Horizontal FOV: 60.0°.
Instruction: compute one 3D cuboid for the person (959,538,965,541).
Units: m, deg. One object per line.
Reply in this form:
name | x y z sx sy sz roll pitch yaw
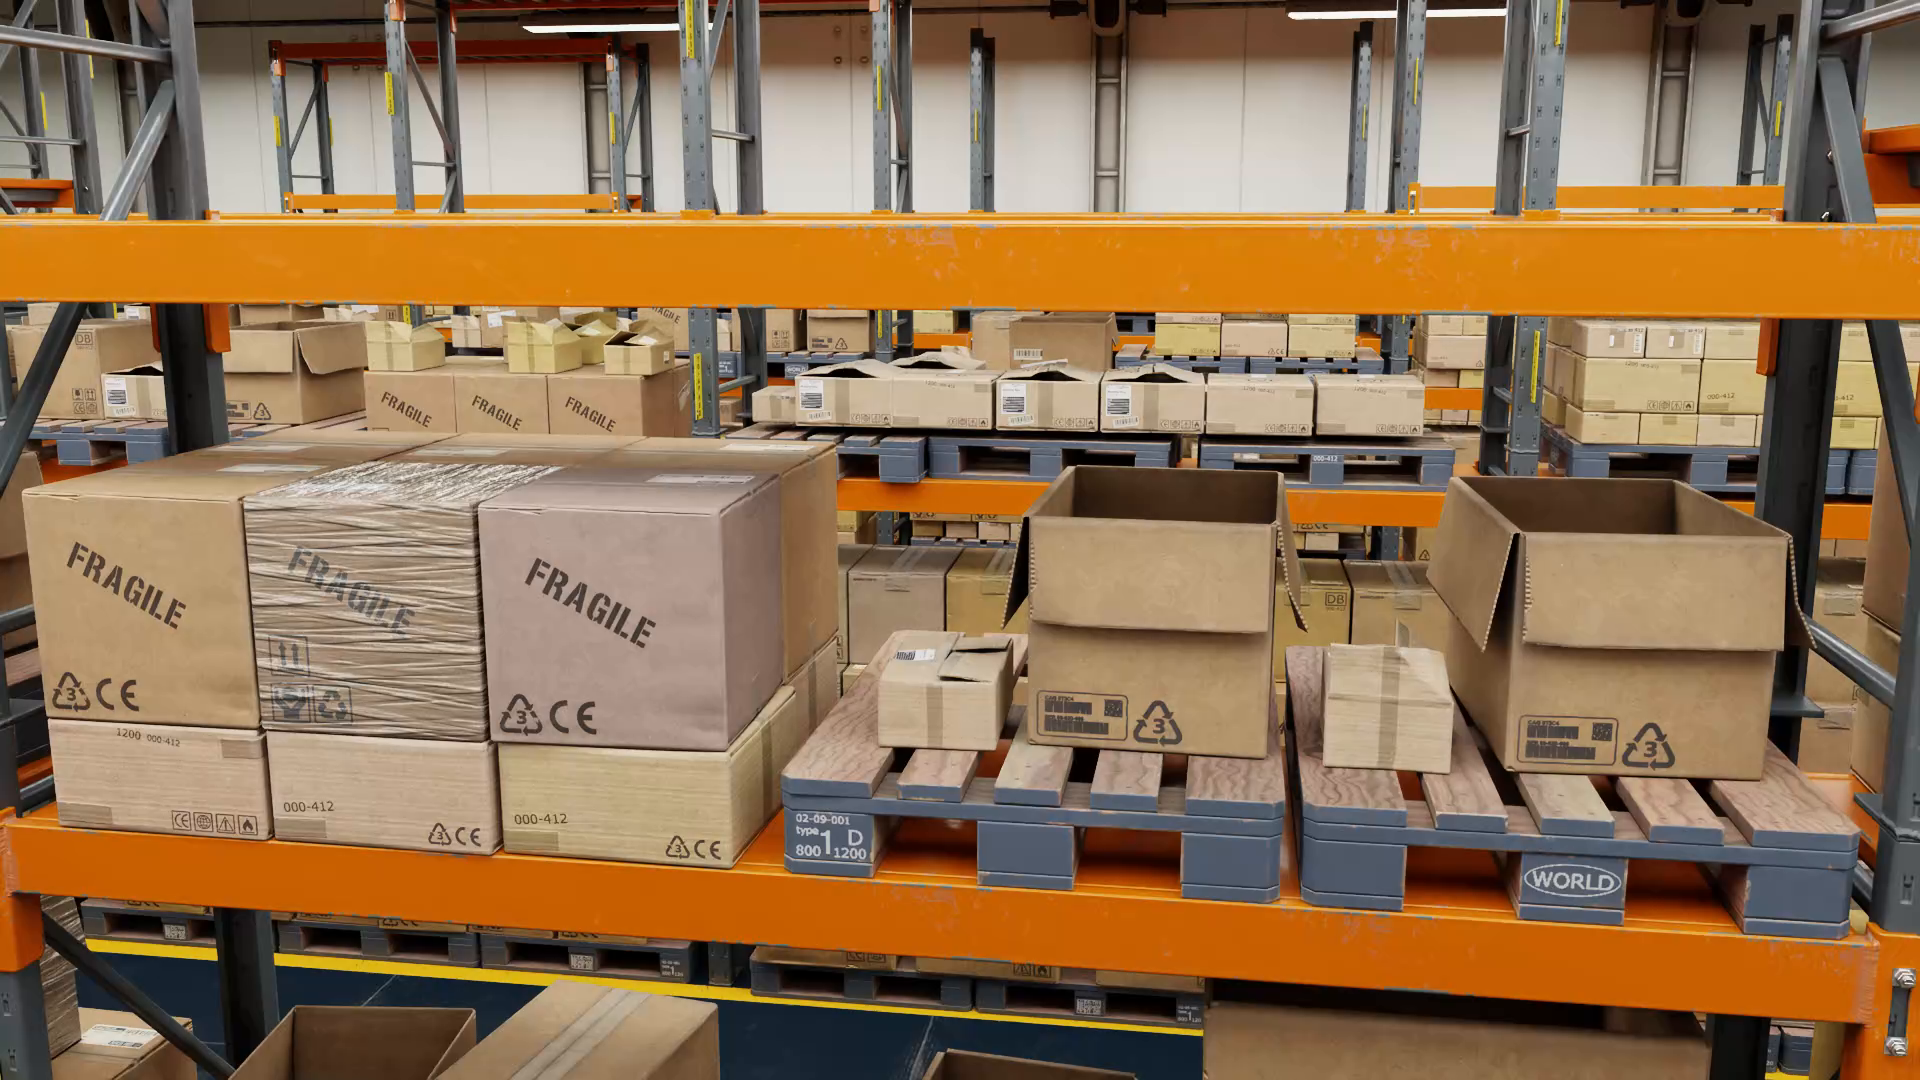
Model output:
person | -0.023 -0.110 17.498 0.427 1.658 0.525 0 11 0
